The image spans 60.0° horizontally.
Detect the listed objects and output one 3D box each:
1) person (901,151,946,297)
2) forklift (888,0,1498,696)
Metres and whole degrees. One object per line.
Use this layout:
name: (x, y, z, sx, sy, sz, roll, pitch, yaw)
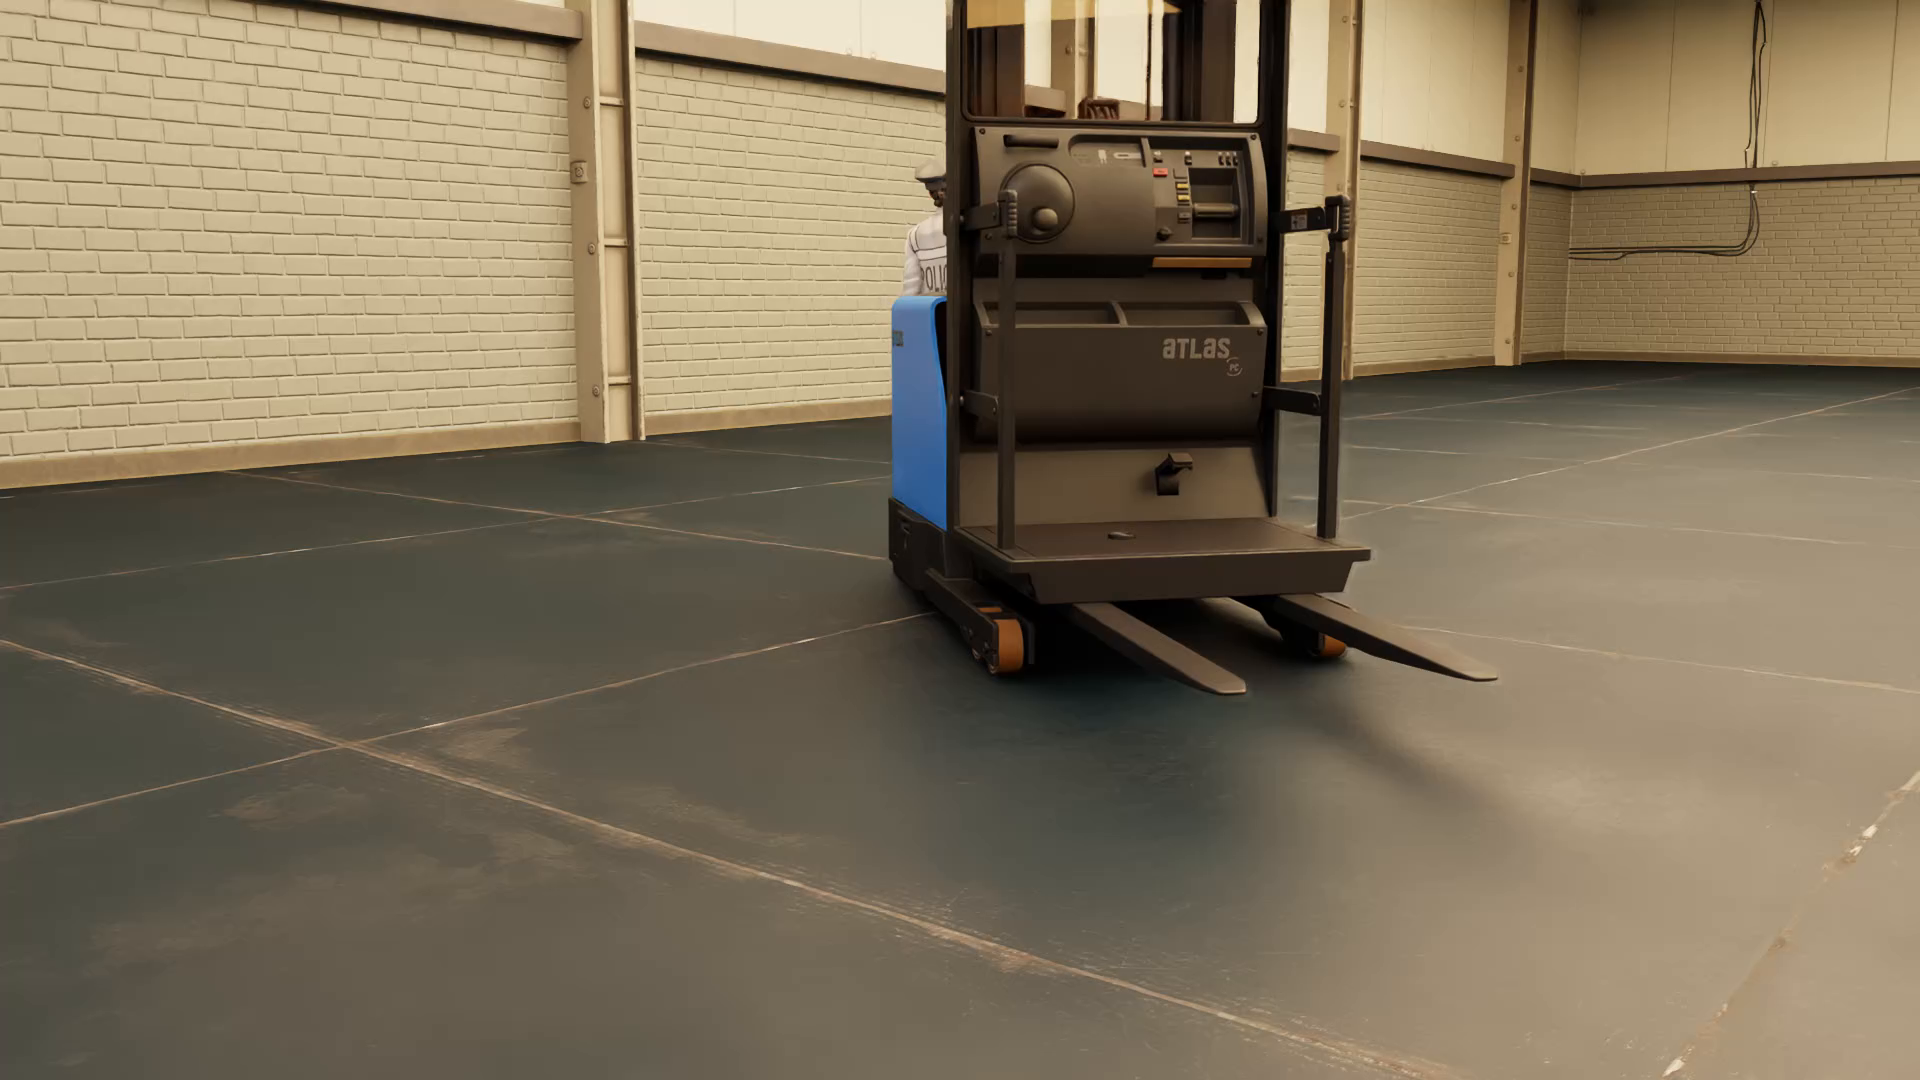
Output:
person: (0.047, -0.853, 7.329, 0.587, 1.696, 0.534, 7, 11, 38)
forklift: (0.553, -1.123, 4.954, 1.130, 2.935, 3.031, -2, 9, -13)
